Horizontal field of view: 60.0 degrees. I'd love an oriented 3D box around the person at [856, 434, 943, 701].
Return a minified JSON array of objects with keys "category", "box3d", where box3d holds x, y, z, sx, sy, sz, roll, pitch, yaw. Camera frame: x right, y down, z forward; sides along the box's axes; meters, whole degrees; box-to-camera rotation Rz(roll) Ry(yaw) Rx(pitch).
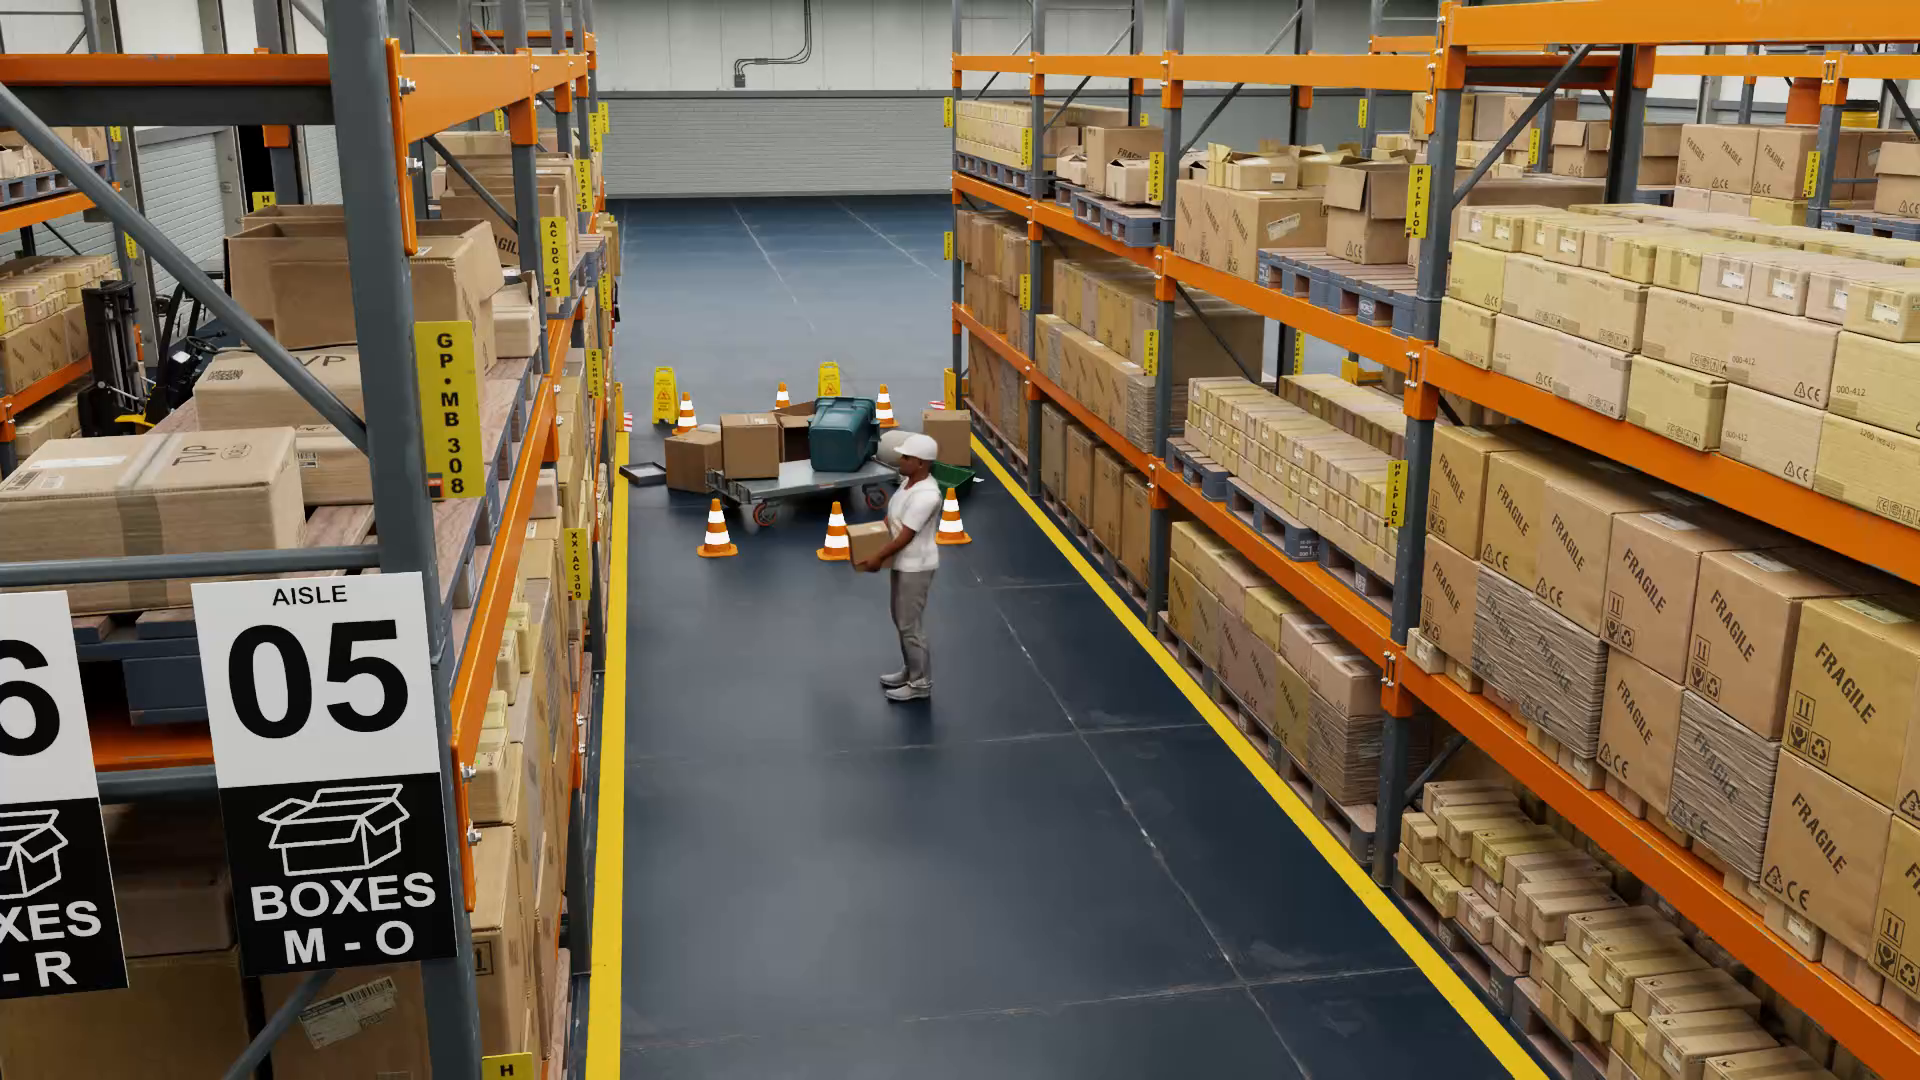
[{"category":"person","box3d":[-0.412,0.176,10.893,0.579,1.765,0.514,-3,17,-11]}]
